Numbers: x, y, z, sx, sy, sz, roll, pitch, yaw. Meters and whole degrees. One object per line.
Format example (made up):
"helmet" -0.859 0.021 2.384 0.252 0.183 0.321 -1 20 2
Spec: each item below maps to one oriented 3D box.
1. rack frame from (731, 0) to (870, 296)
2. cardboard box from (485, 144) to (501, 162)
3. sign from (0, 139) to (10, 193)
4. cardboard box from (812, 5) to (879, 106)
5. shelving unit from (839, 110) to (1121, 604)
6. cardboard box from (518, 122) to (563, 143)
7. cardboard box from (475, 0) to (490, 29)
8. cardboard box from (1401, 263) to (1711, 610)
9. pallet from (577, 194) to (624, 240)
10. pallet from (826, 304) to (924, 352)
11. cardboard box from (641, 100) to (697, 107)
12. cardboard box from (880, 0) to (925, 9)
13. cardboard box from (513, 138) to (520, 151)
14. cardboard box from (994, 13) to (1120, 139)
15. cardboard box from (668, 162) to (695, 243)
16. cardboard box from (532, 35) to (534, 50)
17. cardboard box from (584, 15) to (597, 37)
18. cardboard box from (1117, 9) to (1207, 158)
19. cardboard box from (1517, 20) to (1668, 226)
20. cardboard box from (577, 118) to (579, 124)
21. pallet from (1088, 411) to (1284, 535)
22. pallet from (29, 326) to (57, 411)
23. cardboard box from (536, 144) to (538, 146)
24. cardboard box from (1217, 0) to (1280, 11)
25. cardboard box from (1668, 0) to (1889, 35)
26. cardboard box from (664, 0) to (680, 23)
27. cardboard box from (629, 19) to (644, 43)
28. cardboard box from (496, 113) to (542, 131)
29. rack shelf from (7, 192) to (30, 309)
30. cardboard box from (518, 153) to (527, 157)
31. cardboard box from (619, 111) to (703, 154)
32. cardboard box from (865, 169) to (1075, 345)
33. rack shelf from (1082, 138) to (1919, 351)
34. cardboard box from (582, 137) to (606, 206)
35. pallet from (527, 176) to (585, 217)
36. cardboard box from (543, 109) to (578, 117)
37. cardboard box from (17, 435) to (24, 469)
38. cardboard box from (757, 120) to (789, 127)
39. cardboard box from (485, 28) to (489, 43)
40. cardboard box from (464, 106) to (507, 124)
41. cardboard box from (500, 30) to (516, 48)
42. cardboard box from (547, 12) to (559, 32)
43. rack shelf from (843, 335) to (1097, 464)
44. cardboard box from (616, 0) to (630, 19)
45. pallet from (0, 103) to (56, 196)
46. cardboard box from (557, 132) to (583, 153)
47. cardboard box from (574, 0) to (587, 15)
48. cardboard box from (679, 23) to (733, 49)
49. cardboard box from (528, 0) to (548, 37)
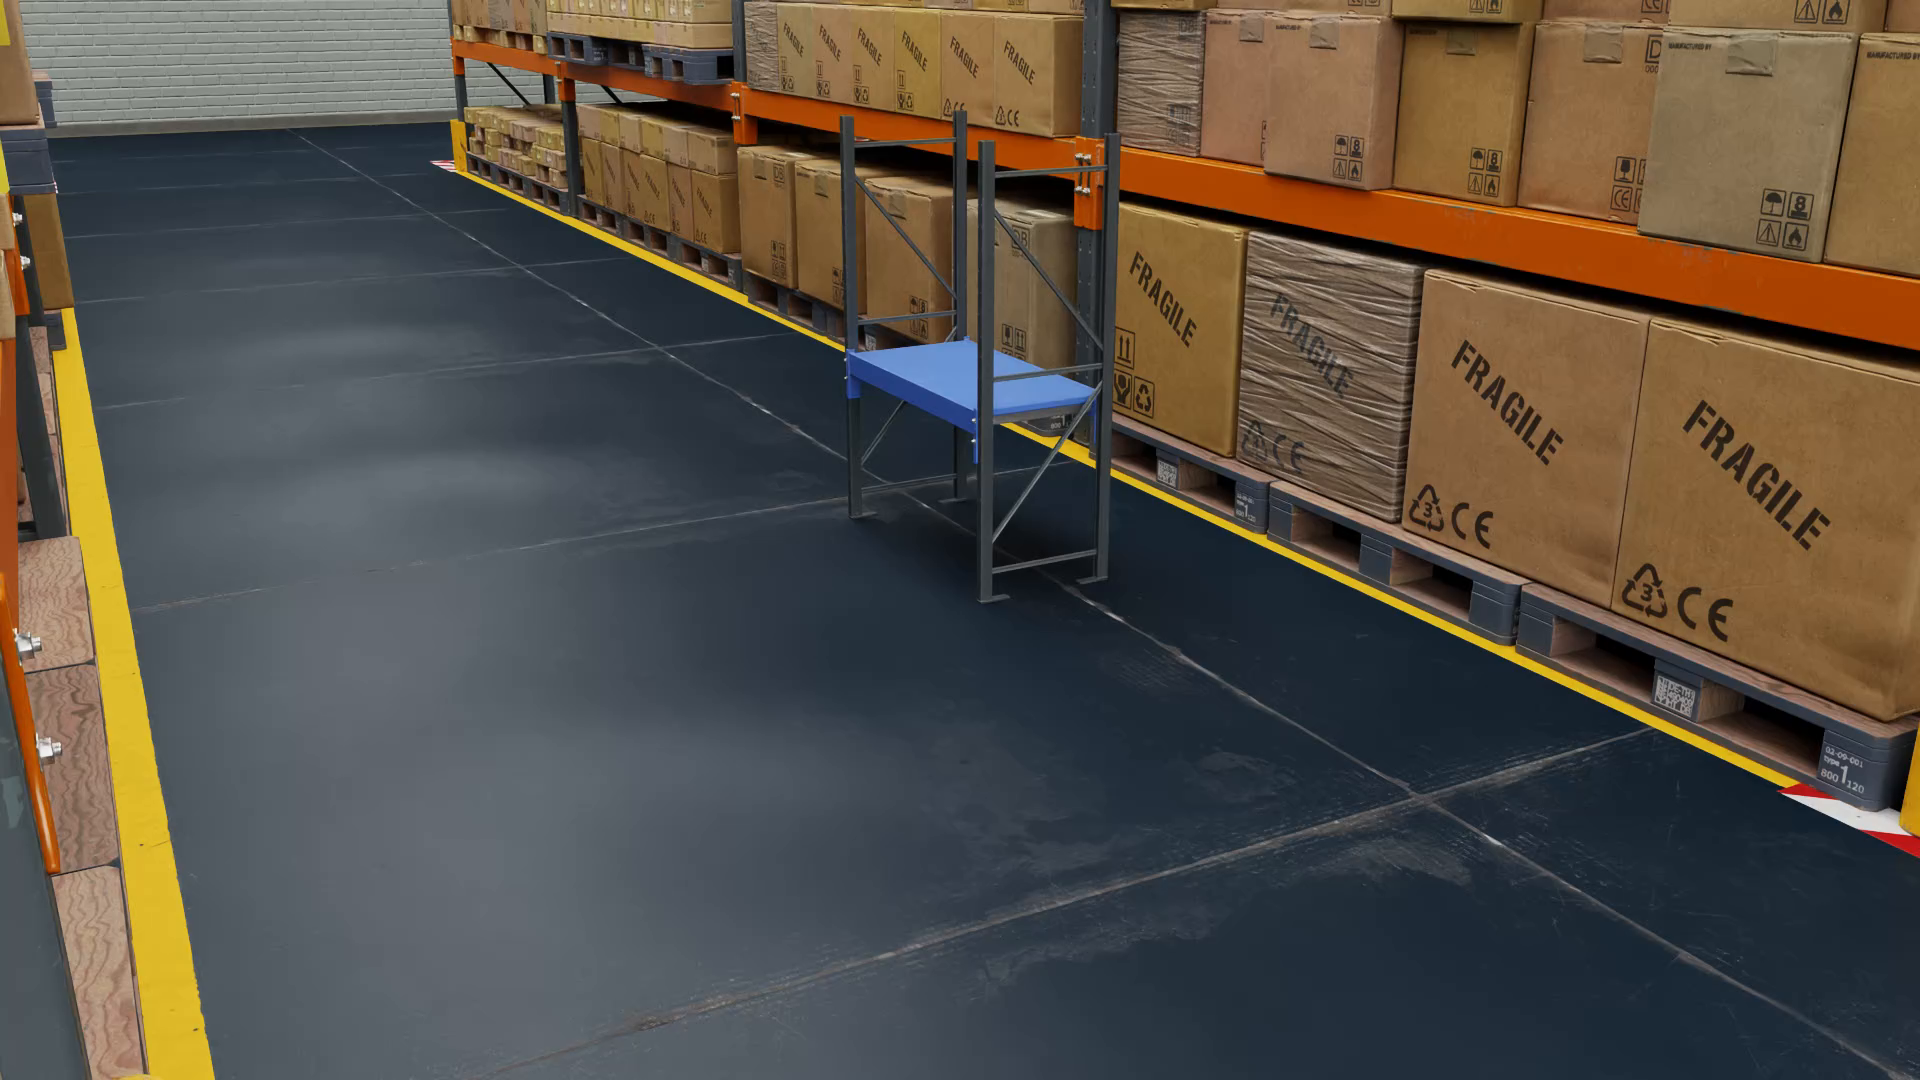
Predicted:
"rack frame" -0.928 -3.062 10.407 1.000 3.000 0.127 -10 21 -27
"cardboard box" -4.414 -3.786 16.232 0.380 0.149 0.250 -10 21 -26
"sign" -1.065 -0.520 1.711 0.100 0.325 0.005 -10 21 -27
"cardboard box" -0.469 -2.648 9.054 0.500 0.500 0.500 -10 21 -27
"shelving unit" 0.041 -0.684 5.816 0.538 1.500 1.048 -10 21 -27
"cardboard box" -3.770 -3.692 15.046 0.380 0.149 0.250 -11 22 -29
"cardboard box" -4.259 -5.082 15.653 0.500 0.500 0.500 -10 21 -26
"cardboard box" 2.071 -0.396 5.295 0.875 0.875 0.875 -10 22 -28
"pallet" -2.456 -2.669 13.542 1.003 0.211 1.213 -10 21 -27
"pallet" -0.044 -1.156 9.158 1.003 0.211 1.213 -10 21 -27
"cardboard box" -2.251 -3.407 13.445 0.500 0.250 0.500 -11 22 -28
"cardboard box" 0.006 -3.013 8.578 0.700 0.500 0.500 -10 22 -27
"cardboard box" -4.028 -3.793 15.794 0.380 0.149 0.250 -9 21 -24
"cardboard box" 0.489 -2.069 7.377 0.500 0.500 0.500 -10 21 -27
"cardboard box" -1.714 -2.377 11.610 0.500 0.500 0.500 -9 21 -24
"cardboard box" -3.461 -4.280 14.322 0.380 0.149 0.250 -9 21 -25
"cardboard box" -2.553 -3.809 12.314 0.380 0.149 0.250 -11 22 -29
"cardboard box" 1.157 -1.881 6.753 0.875 0.550 0.550 -10 21 -27
"cardboard box" 2.219 -1.271 4.985 0.875 0.550 0.550 -10 21 -27
"cardboard box" -3.446 -3.849 15.502 0.380 0.149 0.250 -11 22 -29
"pallet" 1.264 -0.365 6.866 1.003 0.211 1.213 -10 21 -27
"pallet" -4.971 -0.780 8.068 1.003 0.211 1.213 -10 21 -27
"cardboard box" -3.572 -3.480 14.889 0.380 0.149 0.250 -10 21 -26
"cardboard box" 1.480 -2.244 6.150 0.875 0.550 0.550 -10 21 -27
"cardboard box" 2.387 -1.603 4.293 0.875 0.550 0.550 -10 21 -27
"cardboard box" -1.691 -3.430 10.758 0.380 0.149 0.250 -9 21 -25
"cardboard box" -2.050 -3.507 11.436 0.380 0.149 0.250 -11 22 -29
"cardboard box" -4.219 -3.995 15.926 0.380 0.149 0.250 -9 21 -25
"rack shelf" -4.391 -1.409 6.718 1.077 0.370 4.000 -10 21 -27
"cardboard box" -3.870 -3.503 15.412 0.380 0.149 0.250 -10 21 -26
"cardboard box" -2.216 -3.029 12.350 0.500 0.250 0.500 -9 21 -25
"cardboard box" 0.143 -1.491 8.658 1.050 0.750 0.750 -10 21 -27
"rack shelf" 1.921 -1.000 5.532 1.077 0.370 4.000 -10 21 -27
"cardboard box" -2.710 -2.974 13.340 0.500 0.500 0.500 -9 21 -25
"pallet" -3.177 -3.079 14.732 1.003 0.211 1.213 -10 21 -27
"cardboard box" -3.882 -4.158 16.398 0.380 0.149 0.250 -11 22 -29
"cardboard box" -3.924 -0.520 6.198 0.700 0.500 0.500 -10 21 -27
"cardboard box" -1.283 -2.814 11.728 0.500 0.250 0.500 -10 22 -27
"cardboard box" -4.380 -4.891 16.091 0.380 0.149 0.250 -9 21 -24
"cardboard box" -4.777 -4.288 16.773 0.380 0.149 0.250 -11 22 -29
"cardboard box" -3.975 -4.575 15.176 0.380 0.149 0.250 -10 21 -26
"cardboard box" -3.045 -4.106 13.173 0.380 0.149 0.250 -11 22 -29
"rack shelf" 0.041 -0.514 5.874 0.538 0.185 1.000 -10 21 -27
"cardboard box" -2.178 -3.724 11.609 0.380 0.149 0.250 -9 21 -25
"pallet" -3.676 -1.326 5.669 1.003 0.211 1.213 -10 21 -27
"cardboard box" -3.225 -3.404 14.213 0.380 0.149 0.250 -9 21 -25
"cardboard box" -2.673 -4.024 12.479 0.380 0.149 0.250 -11 22 -29
"cardboard box" -1.567 -3.212 10.583 0.380 0.149 0.250 -10 21 -26
"cardboard box" -3.306 -4.493 13.945 0.500 0.500 0.500 -10 21 -27
